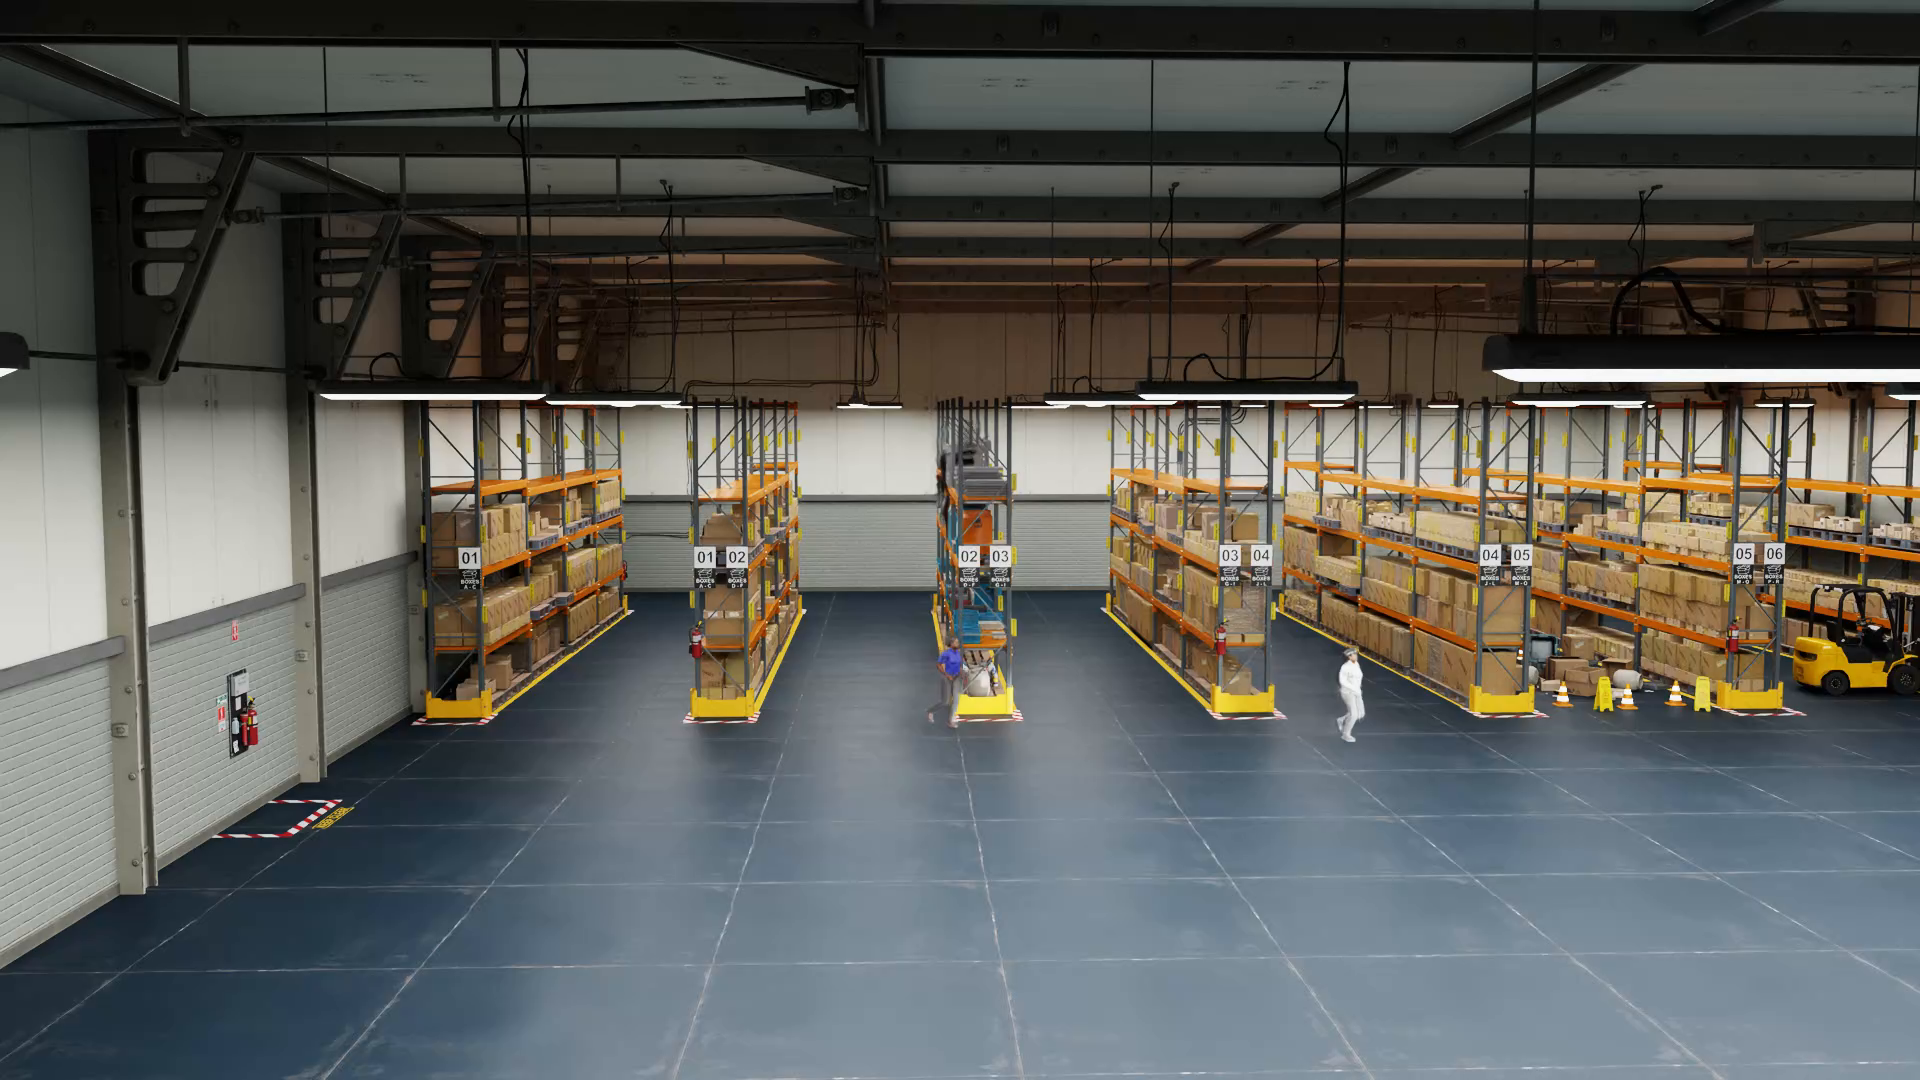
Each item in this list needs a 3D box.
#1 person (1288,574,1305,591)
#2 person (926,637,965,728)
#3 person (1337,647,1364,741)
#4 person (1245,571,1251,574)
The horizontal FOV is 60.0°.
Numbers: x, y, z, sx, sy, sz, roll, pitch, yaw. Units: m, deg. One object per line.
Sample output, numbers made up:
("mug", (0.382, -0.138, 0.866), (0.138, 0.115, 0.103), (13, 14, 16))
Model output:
("person", (9.944, 1.101, 48.896), (0.876, 1.671, 0.642), (0, 4, -4))
("person", (-0.186, 2.571, 30.383), (0.730, 1.617, 0.663), (4, 6, 42))
("person", (6.817, 2.667, 28.954), (0.547, 1.656, 0.653), (4, 6, 42))
("person", (8.130, 1.202, 47.522), (0.666, 1.660, 0.645), (2, 5, 24))
